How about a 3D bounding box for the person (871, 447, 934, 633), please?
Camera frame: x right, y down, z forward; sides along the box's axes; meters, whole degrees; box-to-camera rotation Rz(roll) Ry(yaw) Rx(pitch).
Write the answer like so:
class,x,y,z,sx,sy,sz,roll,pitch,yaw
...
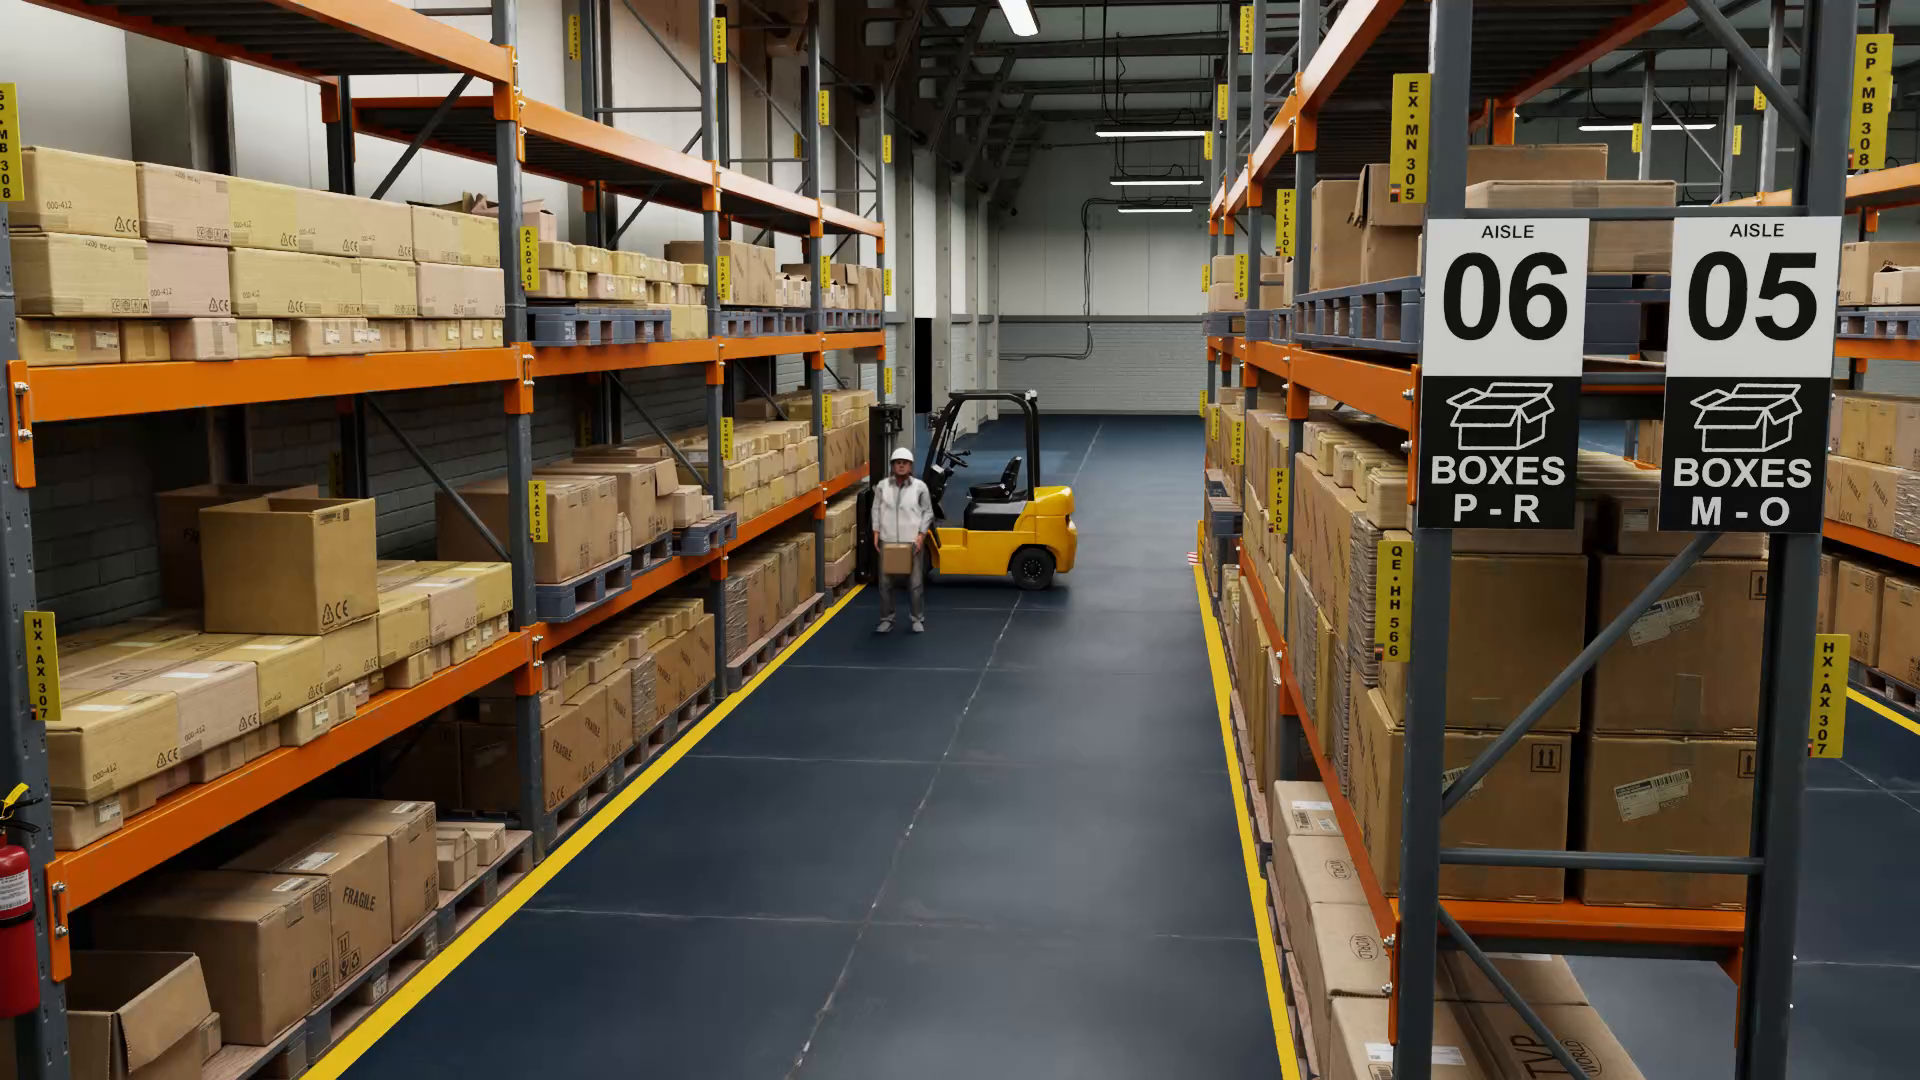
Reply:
class,x,y,z,sx,sy,sz,roll,pitch,yaw
person,-0.549,0.002,15.715,0.608,1.762,0.435,1,8,7
